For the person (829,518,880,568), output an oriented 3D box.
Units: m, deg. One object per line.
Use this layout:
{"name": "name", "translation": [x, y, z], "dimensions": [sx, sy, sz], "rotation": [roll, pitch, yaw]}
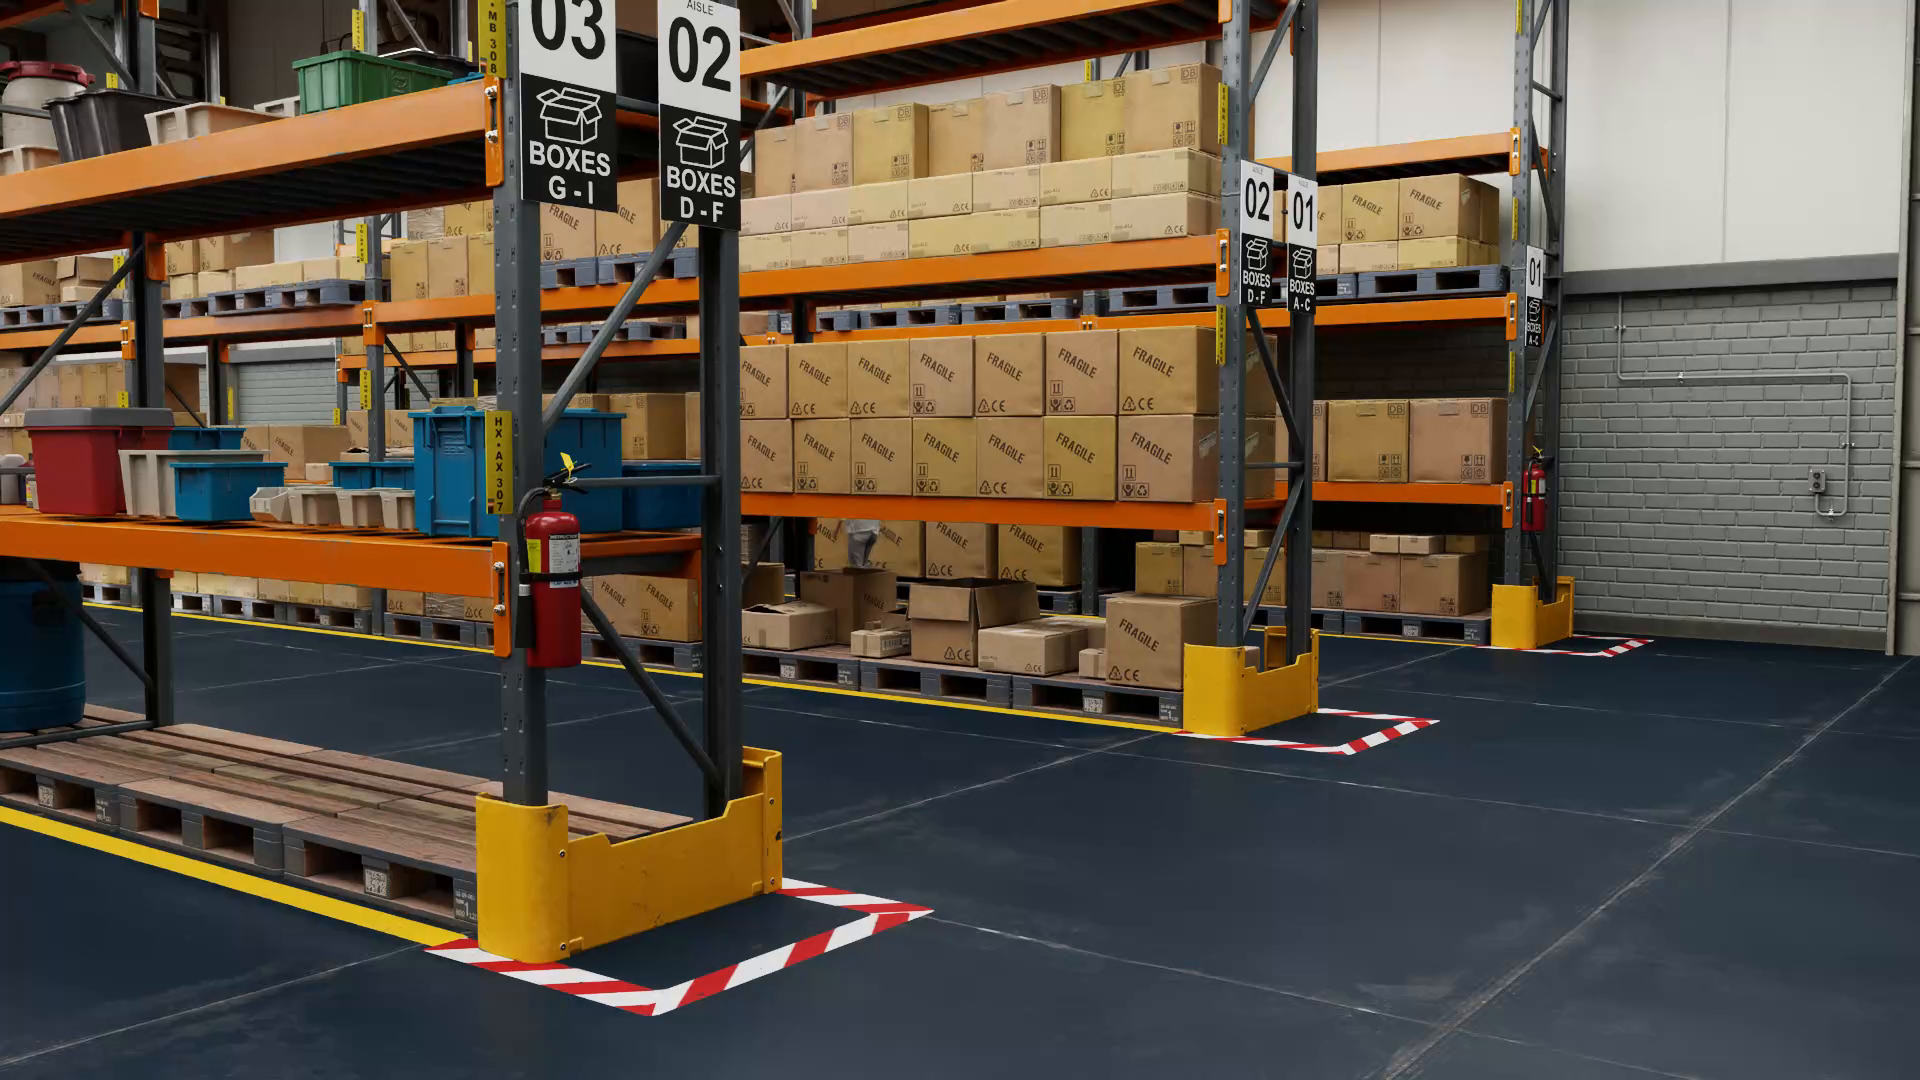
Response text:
{"name": "person", "translation": [-0.942, -0.066, 15.989], "dimensions": [0.557, 1.529, 0.566], "rotation": [2, 4, 33]}
